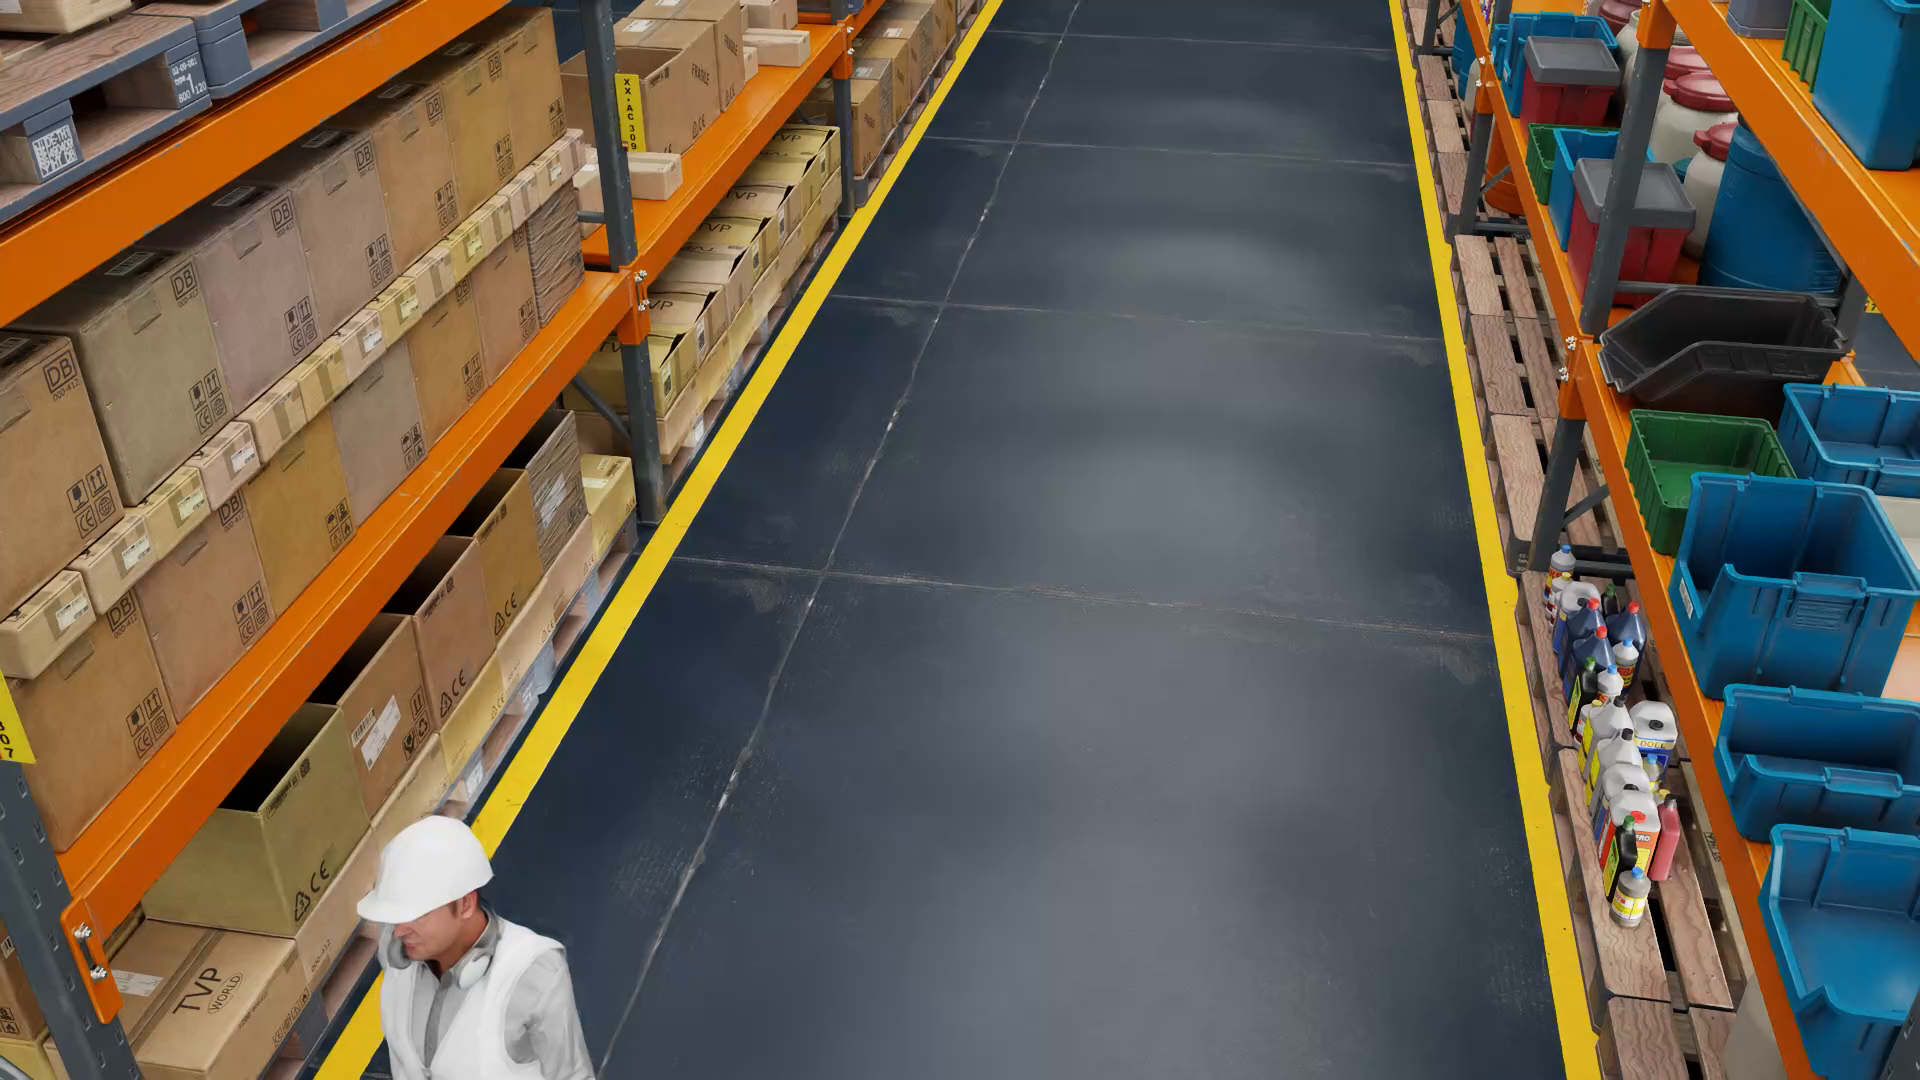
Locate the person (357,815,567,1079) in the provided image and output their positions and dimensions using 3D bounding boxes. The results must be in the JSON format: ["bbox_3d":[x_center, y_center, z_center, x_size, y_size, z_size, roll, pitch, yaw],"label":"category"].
[{"bbox_3d":[-1.109,1.415,3.851,0.447,1.744,0.907,9,33,14],"label":"person"}]
